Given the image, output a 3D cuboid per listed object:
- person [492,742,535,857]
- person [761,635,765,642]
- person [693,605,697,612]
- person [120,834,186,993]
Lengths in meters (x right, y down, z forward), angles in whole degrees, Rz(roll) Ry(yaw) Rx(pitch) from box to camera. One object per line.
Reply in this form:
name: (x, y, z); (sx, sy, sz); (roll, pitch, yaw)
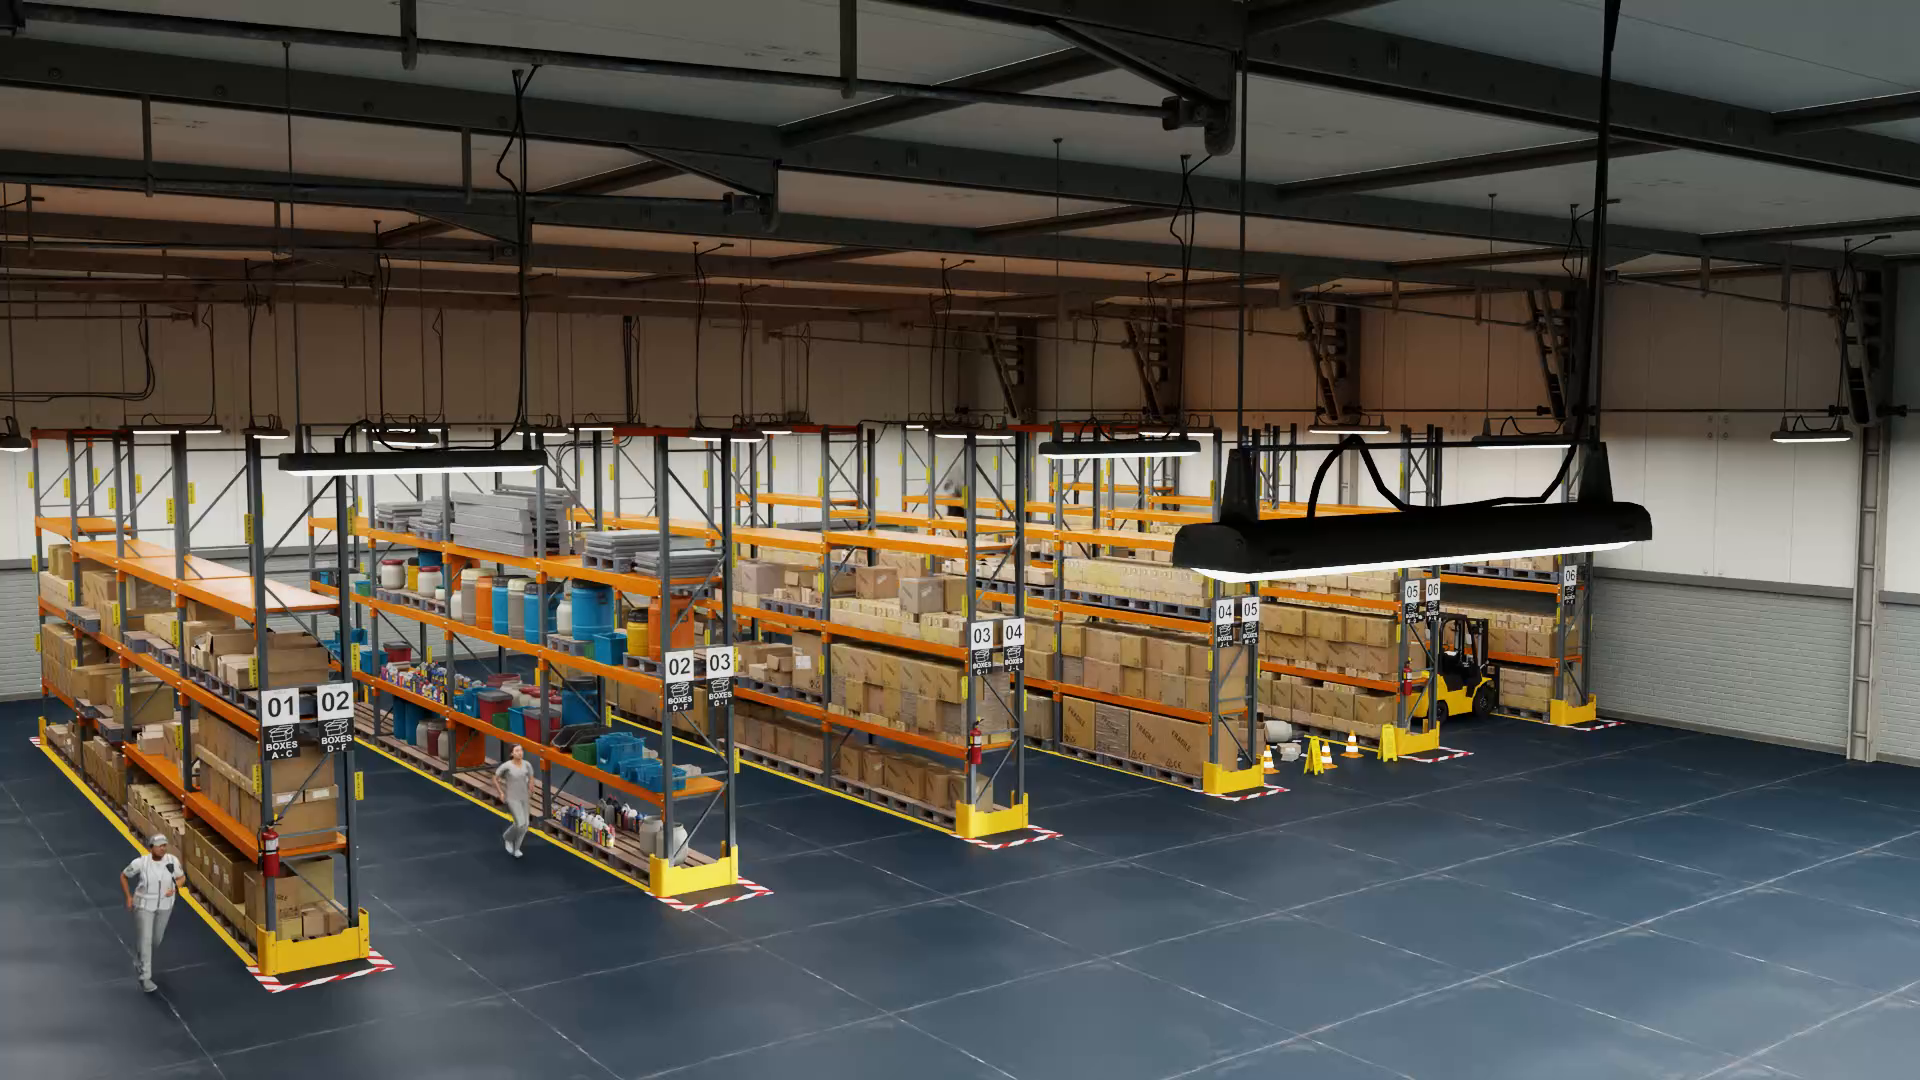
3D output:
person: (-6.220, 3.669, 23.425); (0.550, 1.629, 0.565); (-4, 6, -44)
person: (-4.108, 2.811, 33.905); (0.682, 1.795, 0.747); (-3, 5, -35)
person: (-6.462, 2.369, 39.597); (0.753, 1.693, 0.585); (-1, 5, -11)
person: (-8.877, 4.044, 18.358); (0.646, 1.626, 0.951); (-4, 6, -41)
